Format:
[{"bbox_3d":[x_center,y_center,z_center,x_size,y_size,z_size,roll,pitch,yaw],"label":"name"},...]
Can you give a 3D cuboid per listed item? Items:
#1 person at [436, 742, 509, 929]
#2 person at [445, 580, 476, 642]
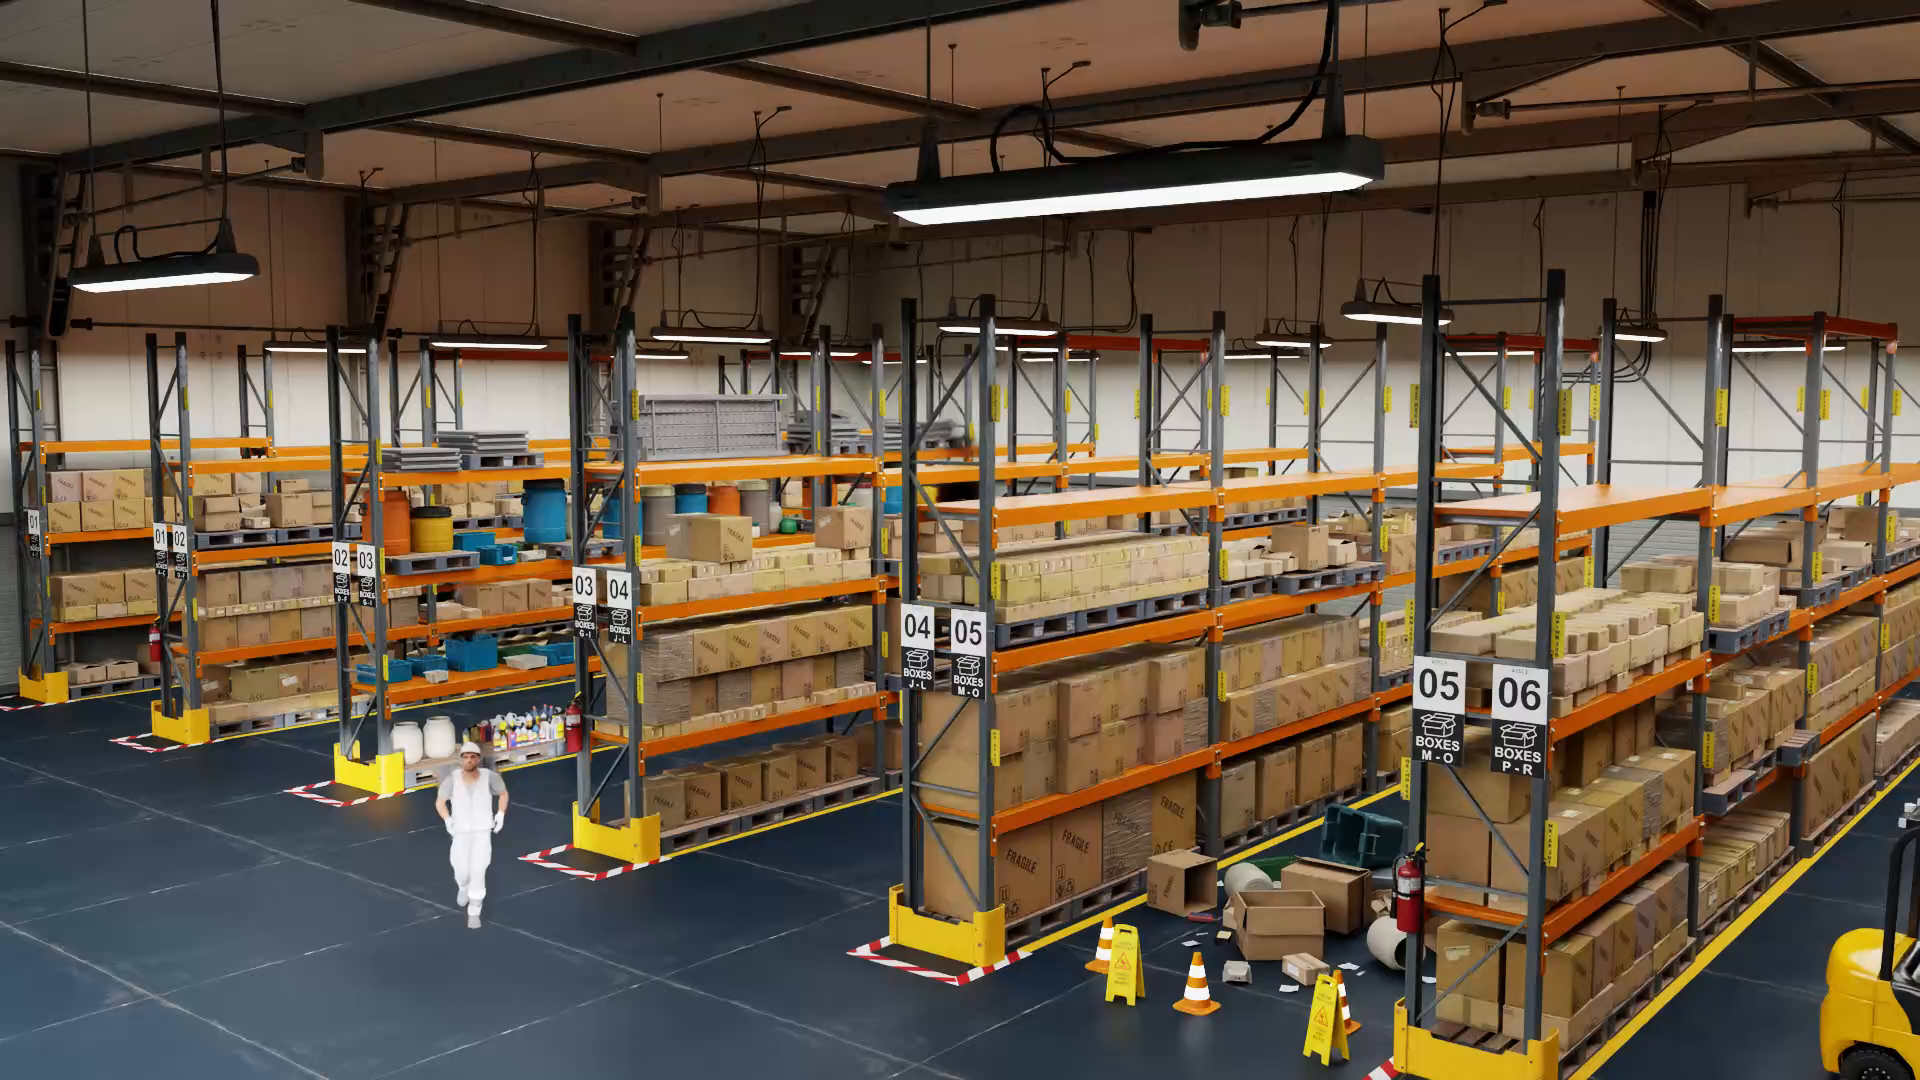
[{"bbox_3d":[-4.746,2.835,16.215,0.683,1.771,0.691,-1,5,-15],"label":"person"},{"bbox_3d":[-9.130,1.540,30.530,0.675,1.846,0.829,3,6,28],"label":"person"}]
